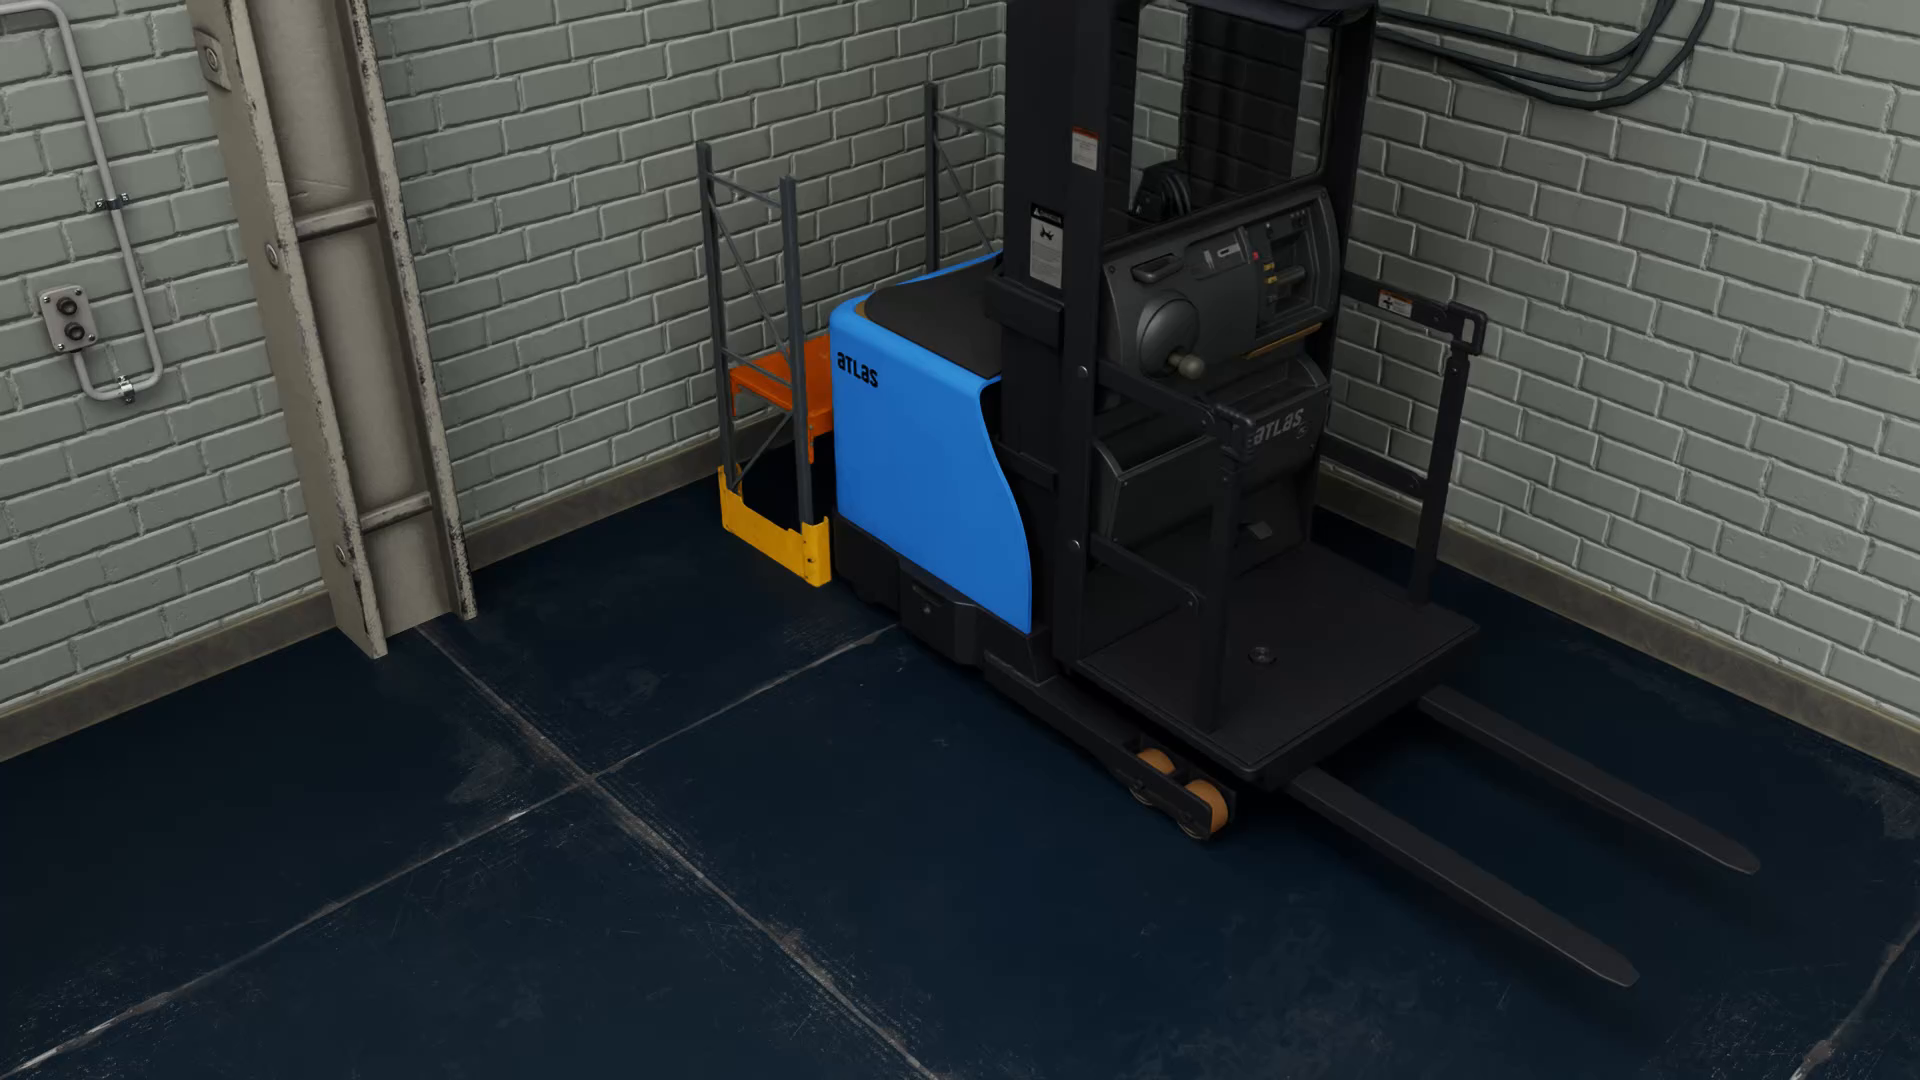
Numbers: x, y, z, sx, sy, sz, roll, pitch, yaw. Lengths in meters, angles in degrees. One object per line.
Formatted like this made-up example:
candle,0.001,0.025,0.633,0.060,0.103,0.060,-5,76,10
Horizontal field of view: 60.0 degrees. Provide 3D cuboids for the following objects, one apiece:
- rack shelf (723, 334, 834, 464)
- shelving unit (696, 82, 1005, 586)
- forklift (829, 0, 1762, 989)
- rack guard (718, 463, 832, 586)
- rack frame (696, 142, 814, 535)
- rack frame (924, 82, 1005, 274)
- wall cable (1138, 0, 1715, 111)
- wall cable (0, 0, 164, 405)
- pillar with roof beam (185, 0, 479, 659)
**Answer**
rack shelf,-0.325,-0.616,6.164,1.000,0.185,0.538,-26,40,-35
shelving unit,-0.318,-0.773,6.076,1.083,1.500,0.587,-26,40,-35
forklift,0.892,-0.684,4.559,1.130,2.935,3.031,-24,39,-34
rack guard,-0.685,-0.063,6.114,0.087,0.250,0.587,-26,40,-35
rack frame,-0.699,-0.590,5.777,0.032,1.500,0.500,-26,40,-35
rack frame,0.049,-0.949,6.364,0.032,1.500,0.500,-26,40,-35
wall cable,1.066,-2.822,5.216,0.112,2.526,3.097,-26,40,-35
wall cable,-3.029,-0.968,3.983,1.851,1.984,0.084,-26,40,-35
pillar with roof beam,0.994,-1.919,0.763,0.400,9.000,9.100,-26,40,-35
